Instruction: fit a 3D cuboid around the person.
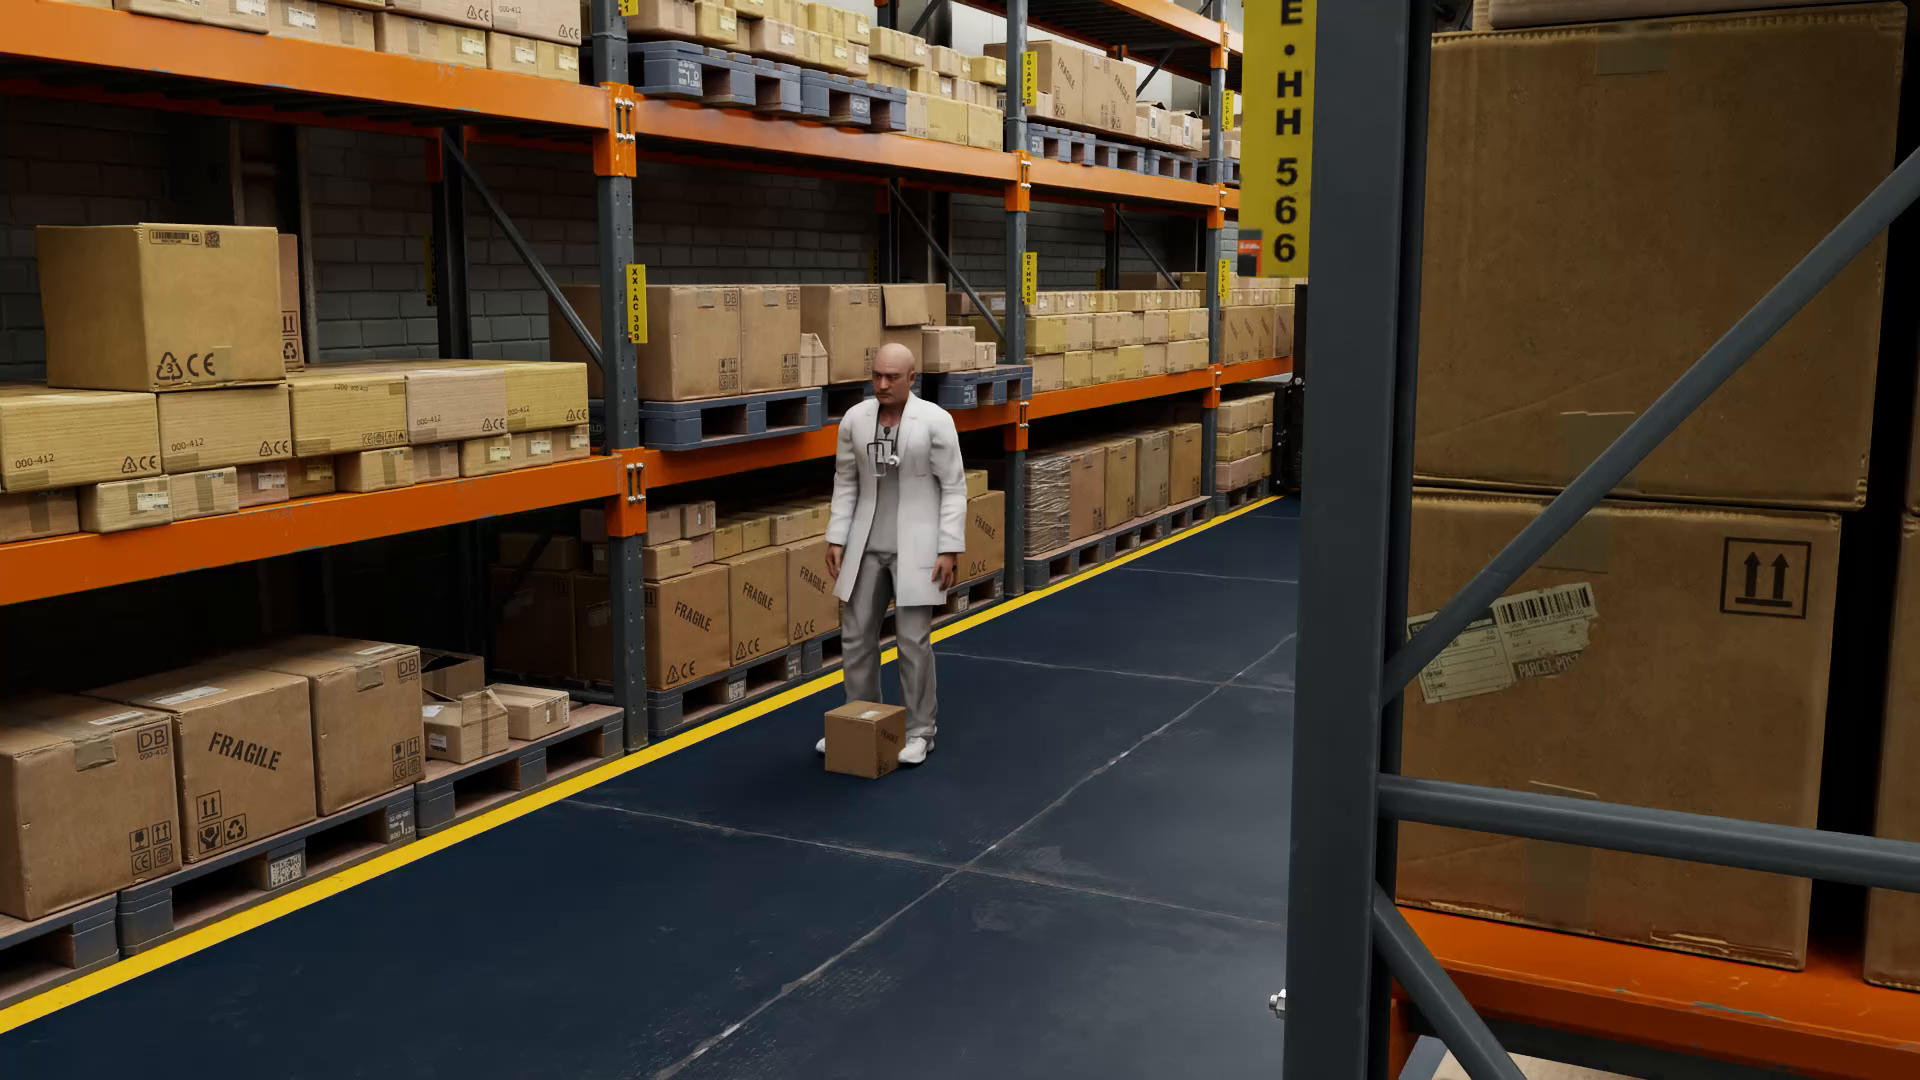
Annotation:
[{"bbox_3d":[-0.283,0.050,7.095,0.648,1.772,0.429,4,10,23],"label":"person"}]
